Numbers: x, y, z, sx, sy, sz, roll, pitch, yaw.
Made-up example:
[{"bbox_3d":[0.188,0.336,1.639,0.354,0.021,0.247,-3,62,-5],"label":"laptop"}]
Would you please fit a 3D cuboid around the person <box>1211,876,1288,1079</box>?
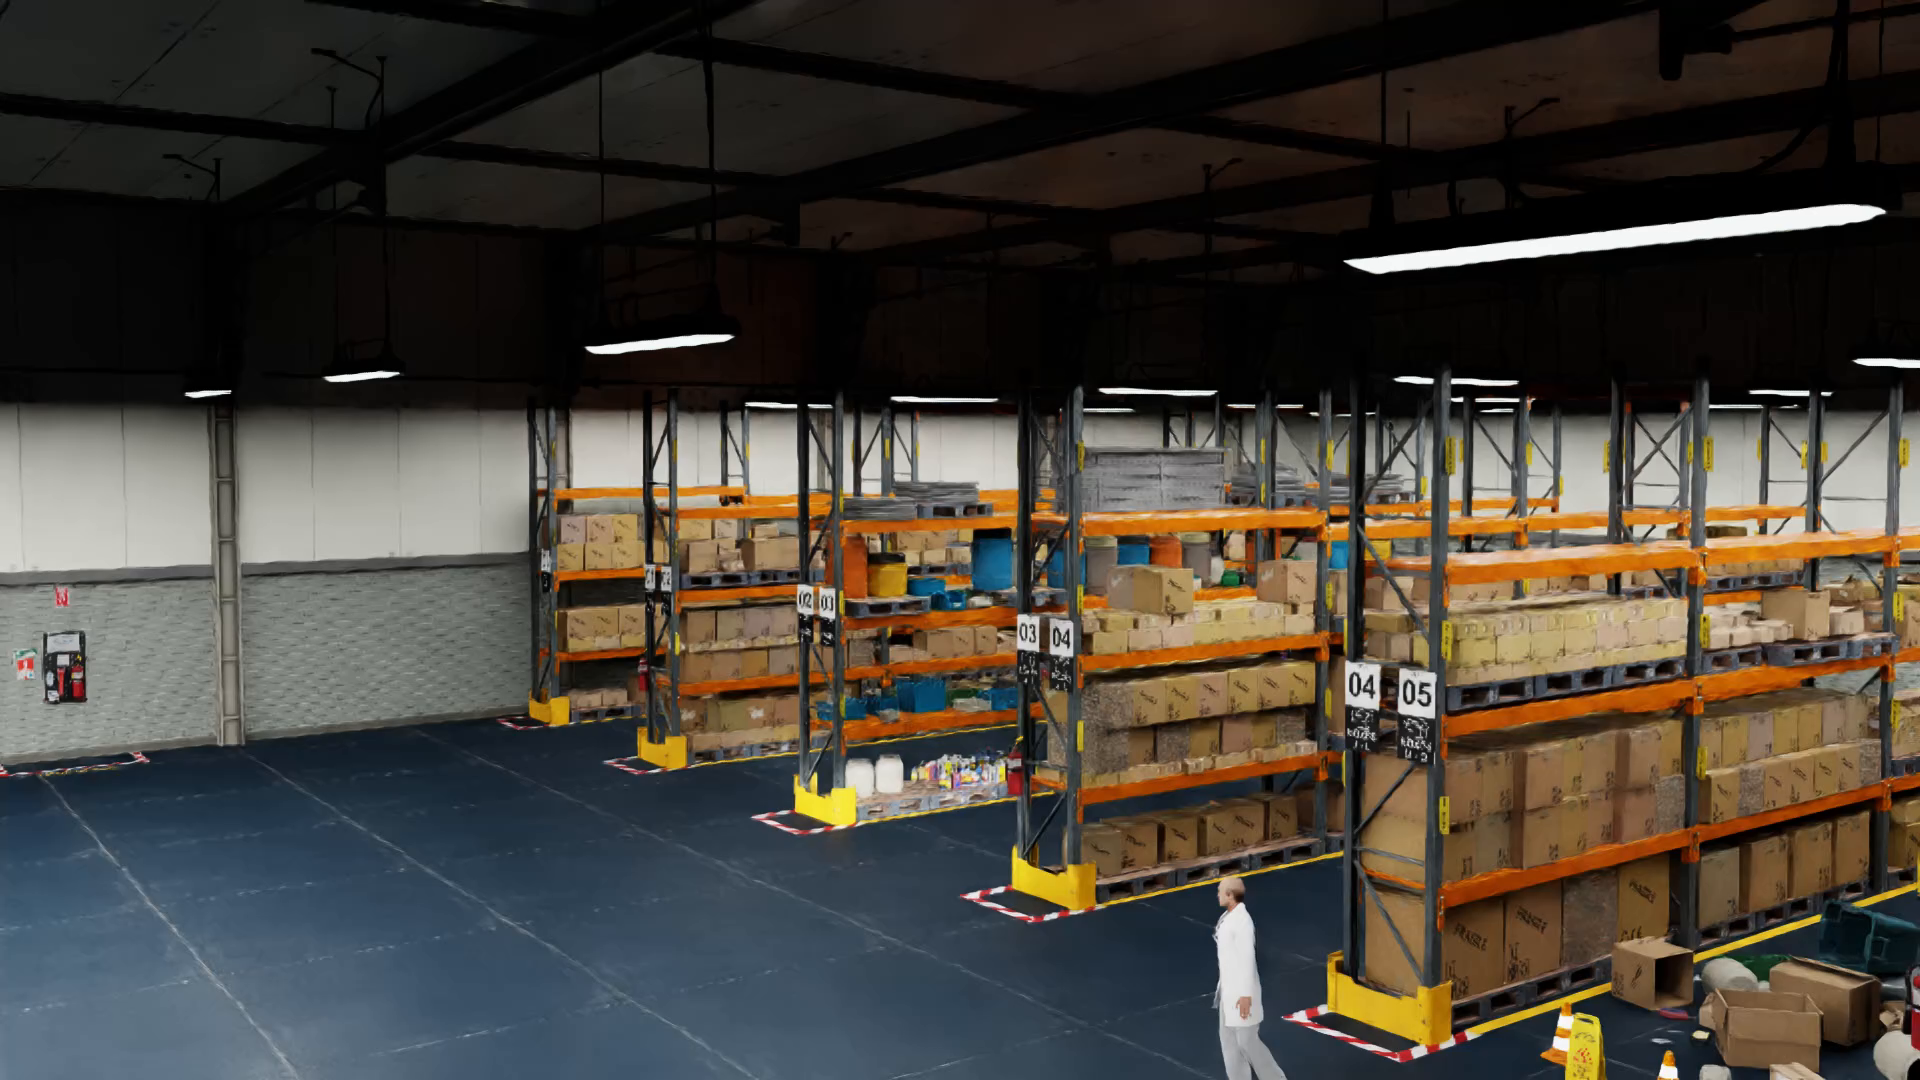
[{"bbox_3d":[2.265,3.517,13.003,0.622,1.765,0.619,0,3,0],"label":"person"}]
